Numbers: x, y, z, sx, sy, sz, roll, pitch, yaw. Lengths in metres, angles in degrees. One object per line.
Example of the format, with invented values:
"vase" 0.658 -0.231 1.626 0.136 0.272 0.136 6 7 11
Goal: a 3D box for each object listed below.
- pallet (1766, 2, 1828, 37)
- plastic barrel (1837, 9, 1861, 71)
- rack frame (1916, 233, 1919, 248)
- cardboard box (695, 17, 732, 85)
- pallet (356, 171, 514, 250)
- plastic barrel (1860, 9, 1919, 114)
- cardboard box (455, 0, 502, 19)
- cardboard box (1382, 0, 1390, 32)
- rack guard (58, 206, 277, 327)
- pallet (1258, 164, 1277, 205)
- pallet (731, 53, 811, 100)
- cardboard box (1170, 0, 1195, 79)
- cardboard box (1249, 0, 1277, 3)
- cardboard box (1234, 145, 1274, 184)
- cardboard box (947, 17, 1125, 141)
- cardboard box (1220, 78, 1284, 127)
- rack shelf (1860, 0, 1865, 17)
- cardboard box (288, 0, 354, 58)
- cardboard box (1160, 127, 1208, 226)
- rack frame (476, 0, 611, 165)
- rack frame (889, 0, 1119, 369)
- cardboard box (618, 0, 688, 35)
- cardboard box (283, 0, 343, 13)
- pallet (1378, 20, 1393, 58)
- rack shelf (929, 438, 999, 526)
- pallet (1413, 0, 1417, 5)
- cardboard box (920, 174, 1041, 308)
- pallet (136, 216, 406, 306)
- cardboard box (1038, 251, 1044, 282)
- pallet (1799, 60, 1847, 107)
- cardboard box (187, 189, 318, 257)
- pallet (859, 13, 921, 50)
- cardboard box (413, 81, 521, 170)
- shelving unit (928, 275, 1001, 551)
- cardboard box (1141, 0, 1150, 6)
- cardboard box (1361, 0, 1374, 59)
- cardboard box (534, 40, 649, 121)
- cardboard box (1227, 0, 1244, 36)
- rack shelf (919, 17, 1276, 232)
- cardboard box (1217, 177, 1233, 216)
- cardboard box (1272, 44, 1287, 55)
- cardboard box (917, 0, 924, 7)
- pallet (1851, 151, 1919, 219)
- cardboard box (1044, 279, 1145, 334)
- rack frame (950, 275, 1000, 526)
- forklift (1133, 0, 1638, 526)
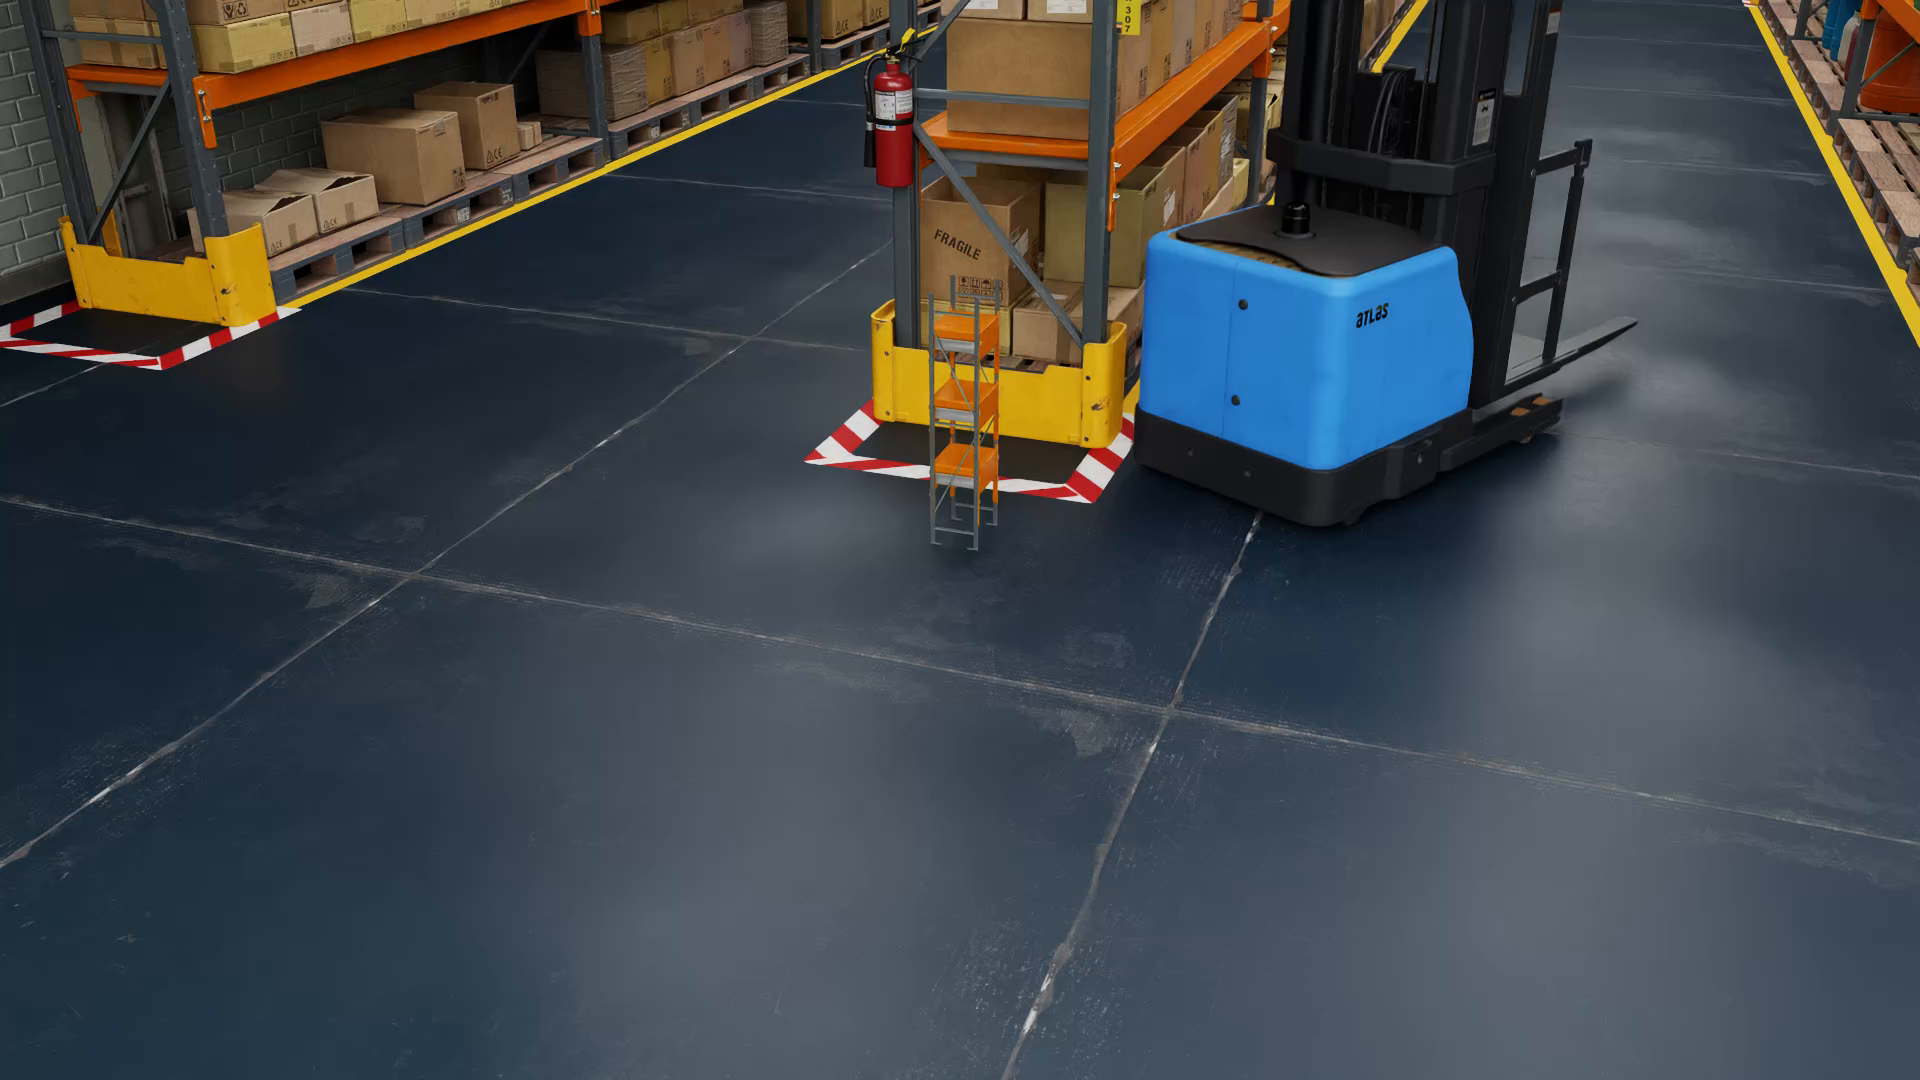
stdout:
"pallet" 9.459 -5.694 18.267 1.003 0.211 1.213 9 27 17
"plastic barrel" 8.141 -4.476 14.925 0.421 0.512 0.421 0 26 0
"rack frame" 6.184 -2.850 9.195 1.000 3.000 0.127 9 27 17
"cardboard box" -2.437 -4.297 14.546 0.700 0.500 0.500 9 27 17
"pallet" -3.753 -2.248 11.150 1.003 0.211 1.213 9 27 17
"plastic barrel" 7.662 -3.910 13.391 0.600 0.830 0.708 9 27 17
"cardboard box" -3.357 -3.577 10.846 0.500 0.250 0.500 9 27 17
"cardboard box" 4.110 -5.484 16.999 0.500 0.500 0.500 9 27 18
"rack guard" -4.464 -1.549 9.376 1.175 0.500 0.348 9 27 17
"pallet" 1.723 -2.623 11.926 1.003 0.211 1.213 9 27 17
"pallet" -2.089 -4.355 15.502 1.003 0.211 1.213 9 27 17
"cardboard box" 0.863 -2.798 8.972 0.700 0.500 0.500 10 27 19
"cardboard box" 2.002 -3.791 11.427 0.380 0.149 0.250 9 27 17
"cardboard box" 1.882 -2.651 11.457 0.500 0.250 0.500 8 27 16
"cardboard box" 0.351 -2.161 7.657 0.700 0.500 0.500 9 27 17
"cardboard box" 2.058 -3.113 11.766 0.500 0.311 0.500 8 27 17
"rack shelf" 8.181 -4.992 14.444 1.077 0.370 4.000 9 27 17
"cardboard box" -3.868 -2.955 9.559 0.500 0.250 0.500 8 27 16
"cardboard box" 1.073 -2.019 9.292 0.500 0.500 0.500 9 27 17
"rack frame" -3.158 -4.287 12.162 1.000 3.000 0.127 9 27 17
"rack frame" 0.183 -1.926 7.286 1.000 3.000 0.127 9 27 17
"cardboard box" -2.616 -4.398 13.895 0.500 0.250 0.500 8 27 16
"cardboard box" -3.873 -3.276 9.363 0.500 0.500 0.500 9 27 18
"pallet" 3.941 -5.263 17.377 1.003 0.211 1.213 9 27 17
"rack shelf" 0.018 -0.235 6.692 0.215 0.259 0.240 9 27 17
"pallet" 5.218 -6.887 20.733 1.003 0.211 1.213 9 27 17
"cardboard box" 0.081 -1.479 8.175 0.500 0.500 0.500 9 27 17
"pallet" -4.161 -1.748 10.118 1.003 0.211 1.213 9 27 17
"cardboard box" 0.238 -1.348 8.766 0.500 0.250 0.500 9 27 17
"pallet" 8.146 -4.069 14.911 1.003 0.211 1.213 9 27 17
"cardboard box" -4.174 -1.902 9.817 0.500 0.311 0.500 6 26 12
"pallet" -1.086 -5.488 17.843 1.003 0.211 1.213 9 27 17
"cardboard box" -3.466 -2.928 11.718 0.500 0.500 0.500 7 27 14
"shelving unit" 0.018 -0.495 6.567 0.215 1.050 0.252 9 27 17
"cardboard box" 0.686 -2.604 7.828 0.380 0.149 0.250 9 27 18
"cardboard box" 3.607 -4.854 15.696 0.500 0.500 0.500 8 27 17
"cardboard box" -2.929 -3.665 13.240 0.700 0.500 0.500 10 27 19
"cardboard box" 1.372 -3.432 10.281 0.700 0.500 0.500 8 27 16
"rack shelf" 0.849 -2.424 9.141 1.077 0.370 4.000 9 27 17
"cardboard box" 1.390 -2.095 10.309 0.500 0.250 0.500 9 27 17
"cardboard box" 2.566 -3.745 13.073 0.500 0.311 0.500 9 27 17
"cardboard box" -0.883 -6.144 17.983 0.750 0.750 0.750 10 27 19
"pallet" 6.813 -2.427 11.519 1.003 0.211 1.213 9 27 17
"cardboard box" 0.734 -1.272 8.608 0.500 0.250 0.500 9 27 17
"rack frame" 0.058 -0.545 6.670 0.200 1.050 0.008 9 27 17
"forklift" 2.177 -1.909 7.329 3.031 2.935 1.130 -22 34 -38
